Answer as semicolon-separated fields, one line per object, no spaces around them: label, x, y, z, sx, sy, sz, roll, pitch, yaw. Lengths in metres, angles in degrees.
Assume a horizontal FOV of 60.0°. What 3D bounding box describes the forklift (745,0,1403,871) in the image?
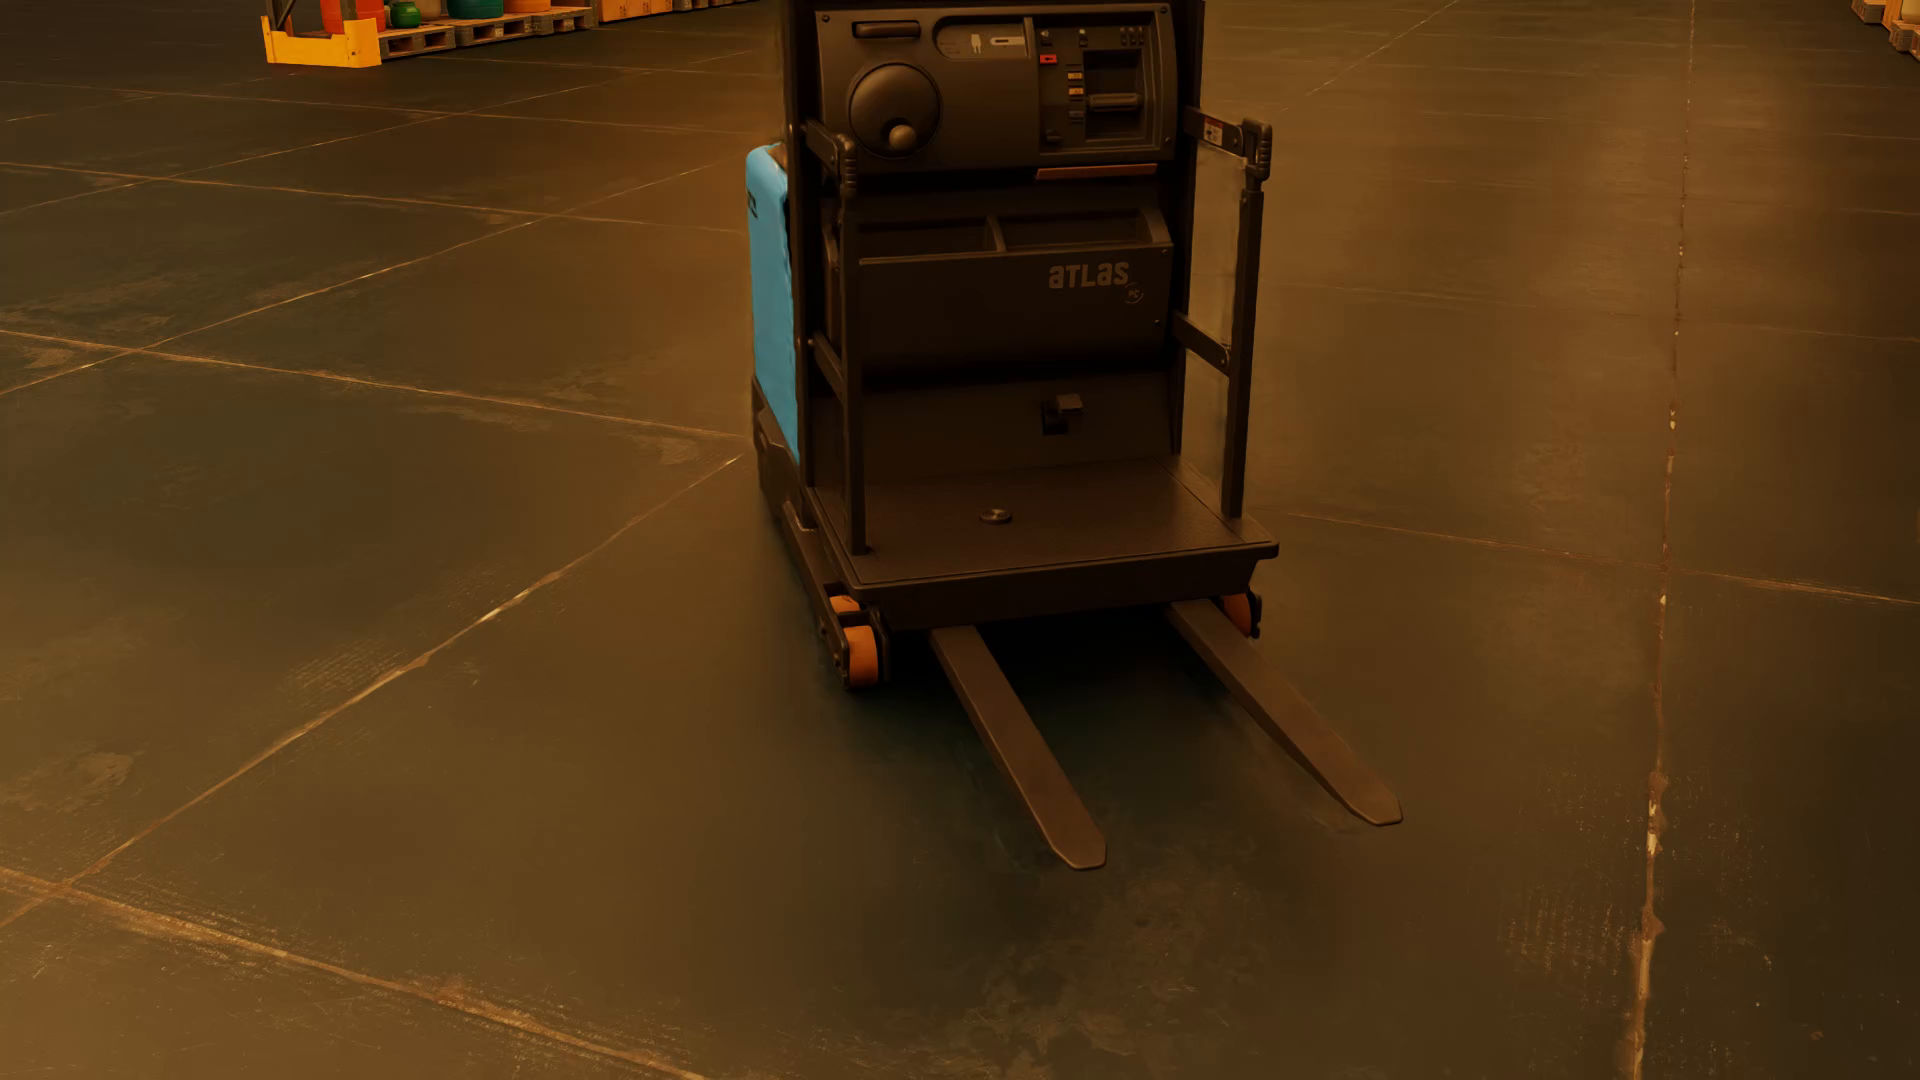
forklift;0.157;-1.137;4.013;1.130;2.935;3.031;-6;23;-13
